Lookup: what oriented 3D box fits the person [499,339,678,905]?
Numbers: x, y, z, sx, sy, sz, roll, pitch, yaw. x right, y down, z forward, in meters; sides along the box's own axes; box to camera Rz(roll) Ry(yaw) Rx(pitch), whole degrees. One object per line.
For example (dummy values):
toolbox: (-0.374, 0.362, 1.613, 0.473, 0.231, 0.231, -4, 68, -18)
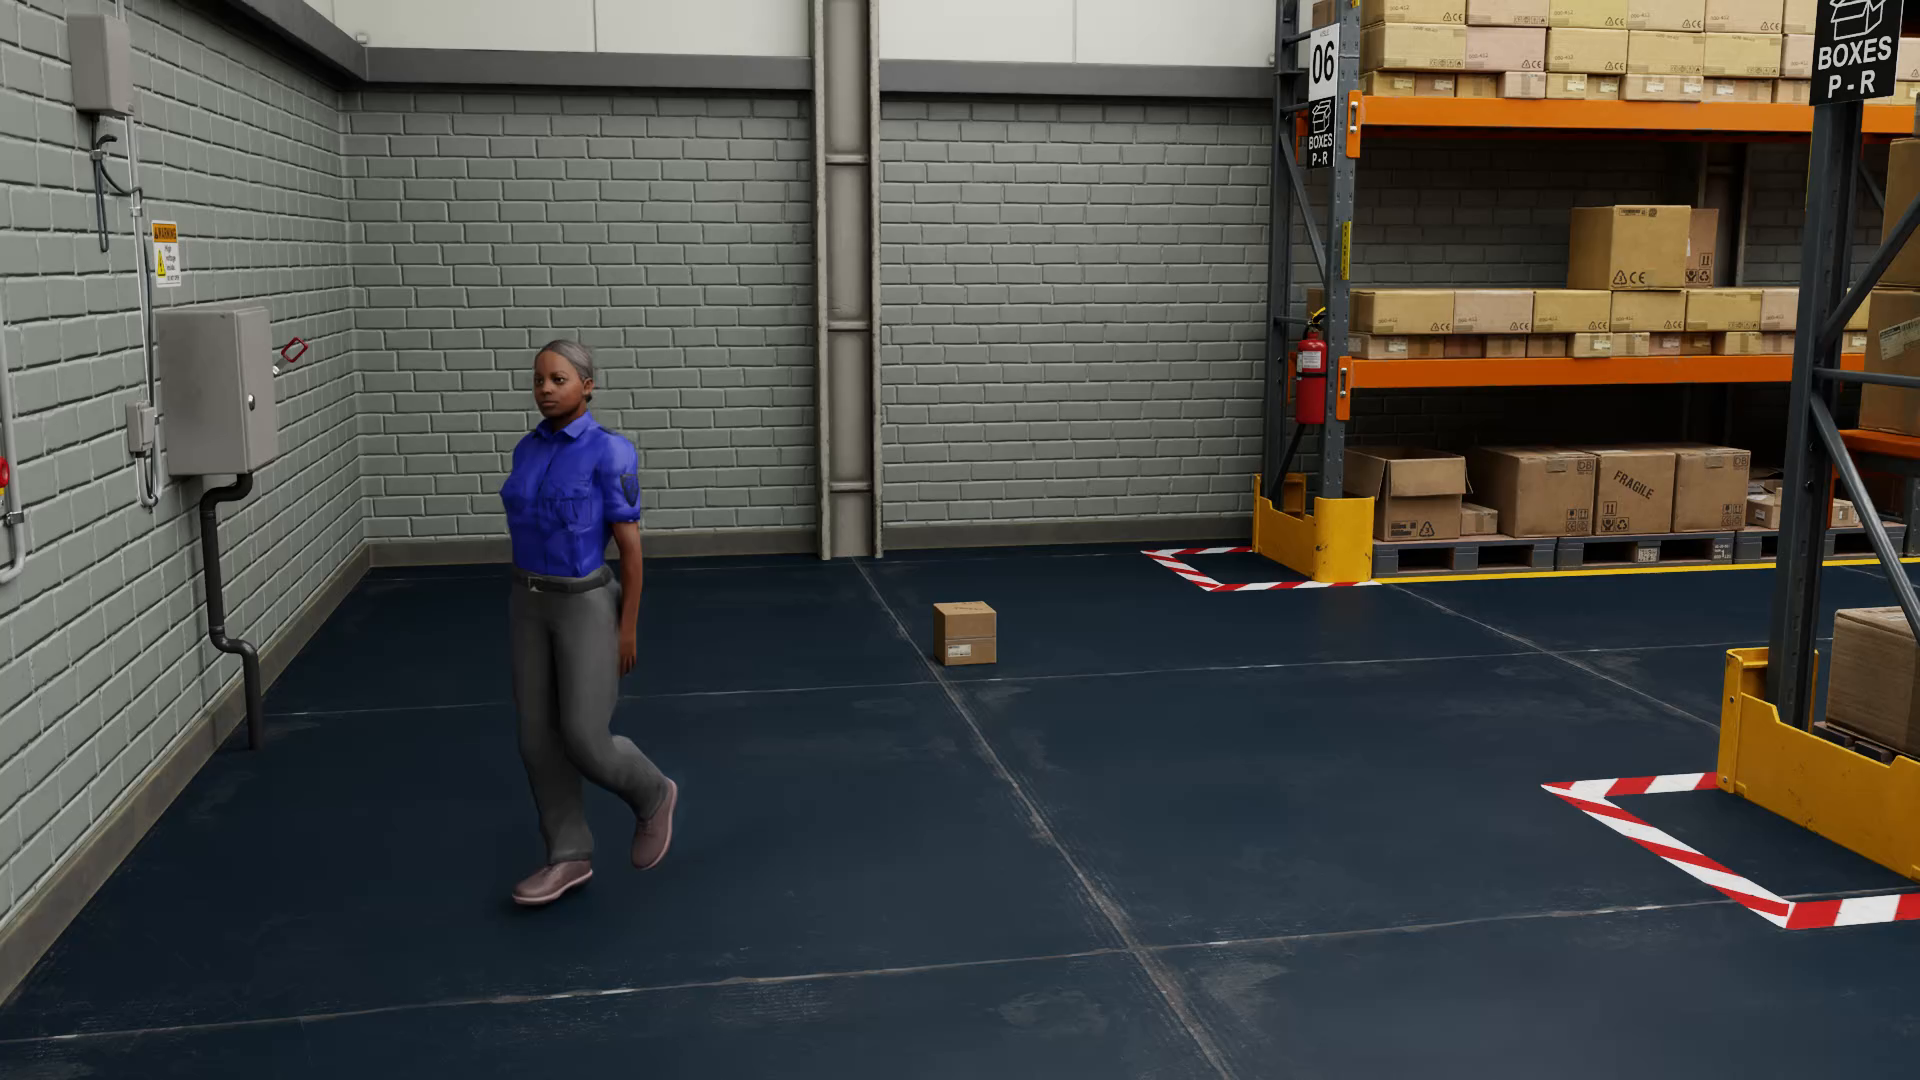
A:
person: (-1.131, 0.232, 4.931, 0.446, 1.642, 0.525, 5, 11, 27)
